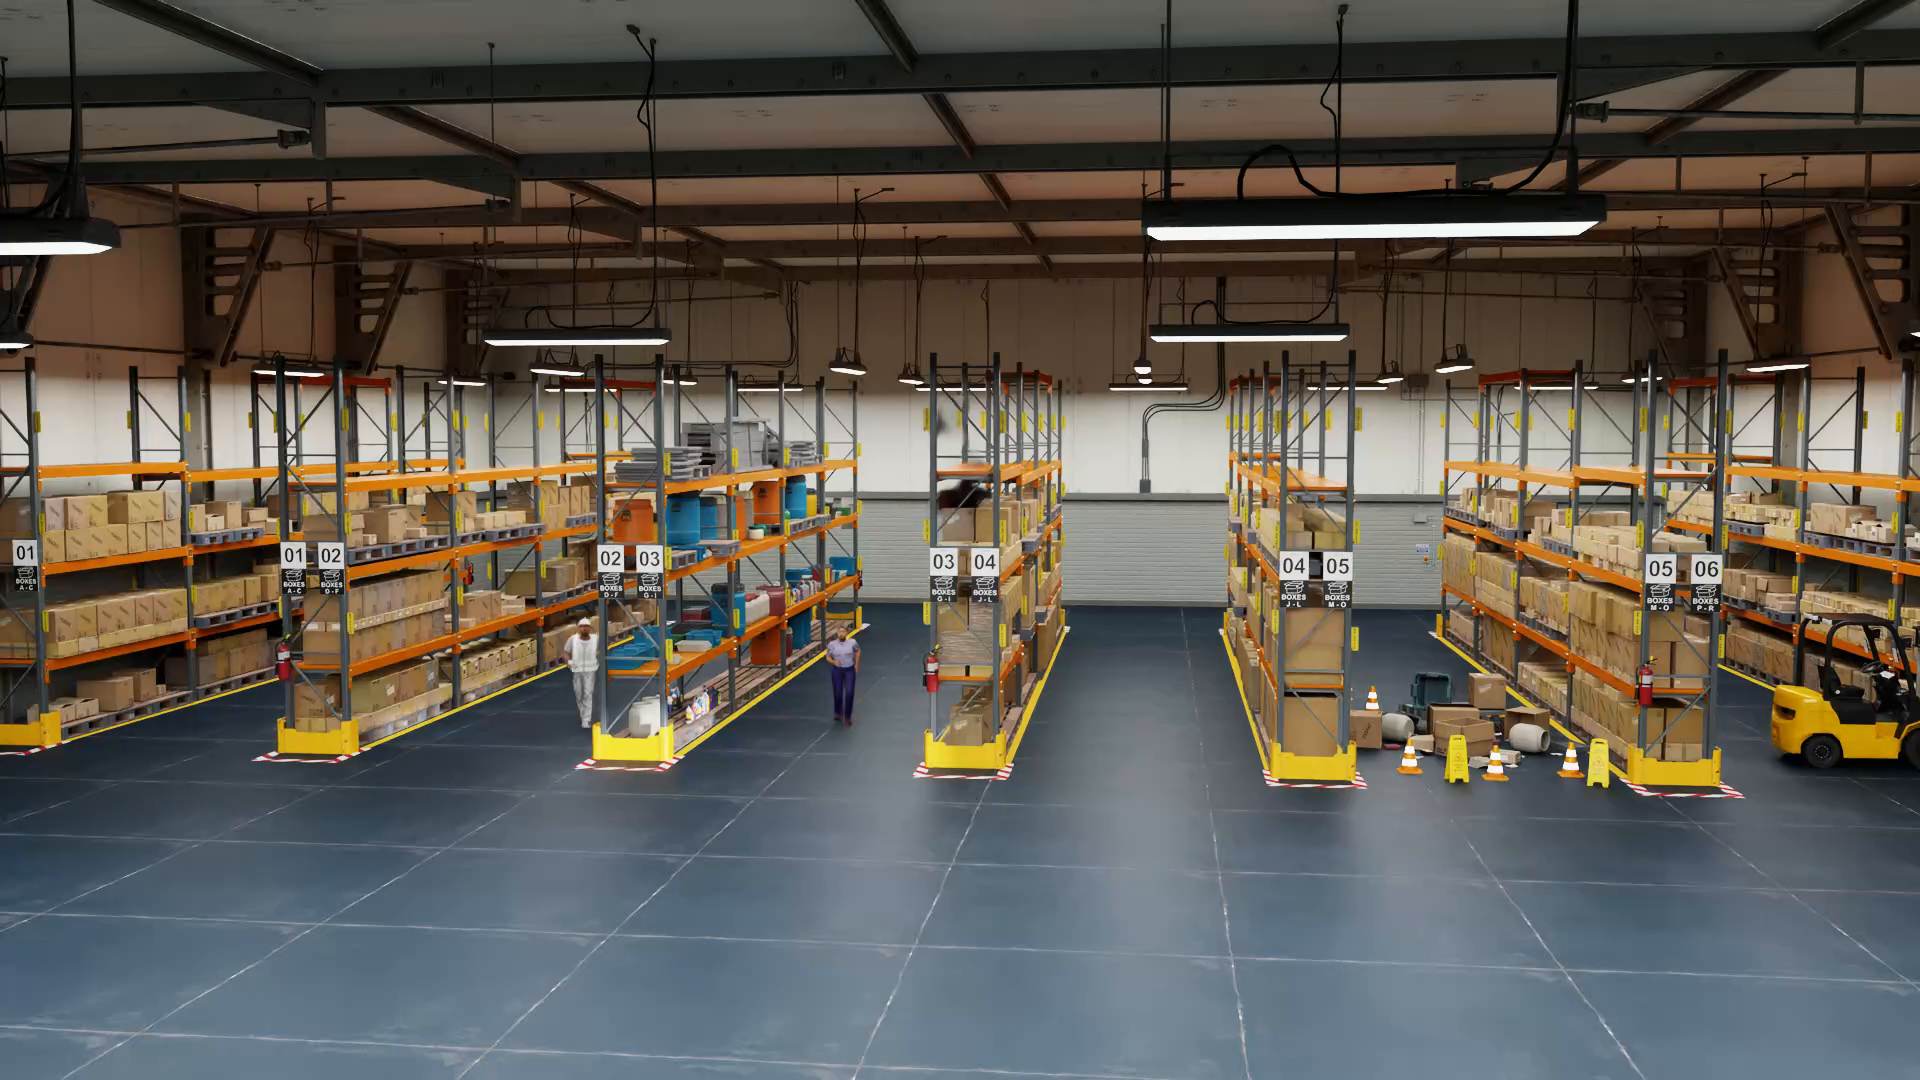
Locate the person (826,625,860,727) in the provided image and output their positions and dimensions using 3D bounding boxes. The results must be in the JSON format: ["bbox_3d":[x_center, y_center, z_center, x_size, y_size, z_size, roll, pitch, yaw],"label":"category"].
[{"bbox_3d":[-1.940,2.257,27.576,0.556,1.685,0.760,0,4,0],"label":"person"}]

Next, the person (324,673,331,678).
[{"bbox_3d":[-11.022,2.056,29.471,0.711,1.765,0.880,1,4,7],"label":"person"}]

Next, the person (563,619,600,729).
[{"bbox_3d":[-6.212,2.177,27.497,0.682,1.775,0.880,-1,4,-8],"label":"person"}]
